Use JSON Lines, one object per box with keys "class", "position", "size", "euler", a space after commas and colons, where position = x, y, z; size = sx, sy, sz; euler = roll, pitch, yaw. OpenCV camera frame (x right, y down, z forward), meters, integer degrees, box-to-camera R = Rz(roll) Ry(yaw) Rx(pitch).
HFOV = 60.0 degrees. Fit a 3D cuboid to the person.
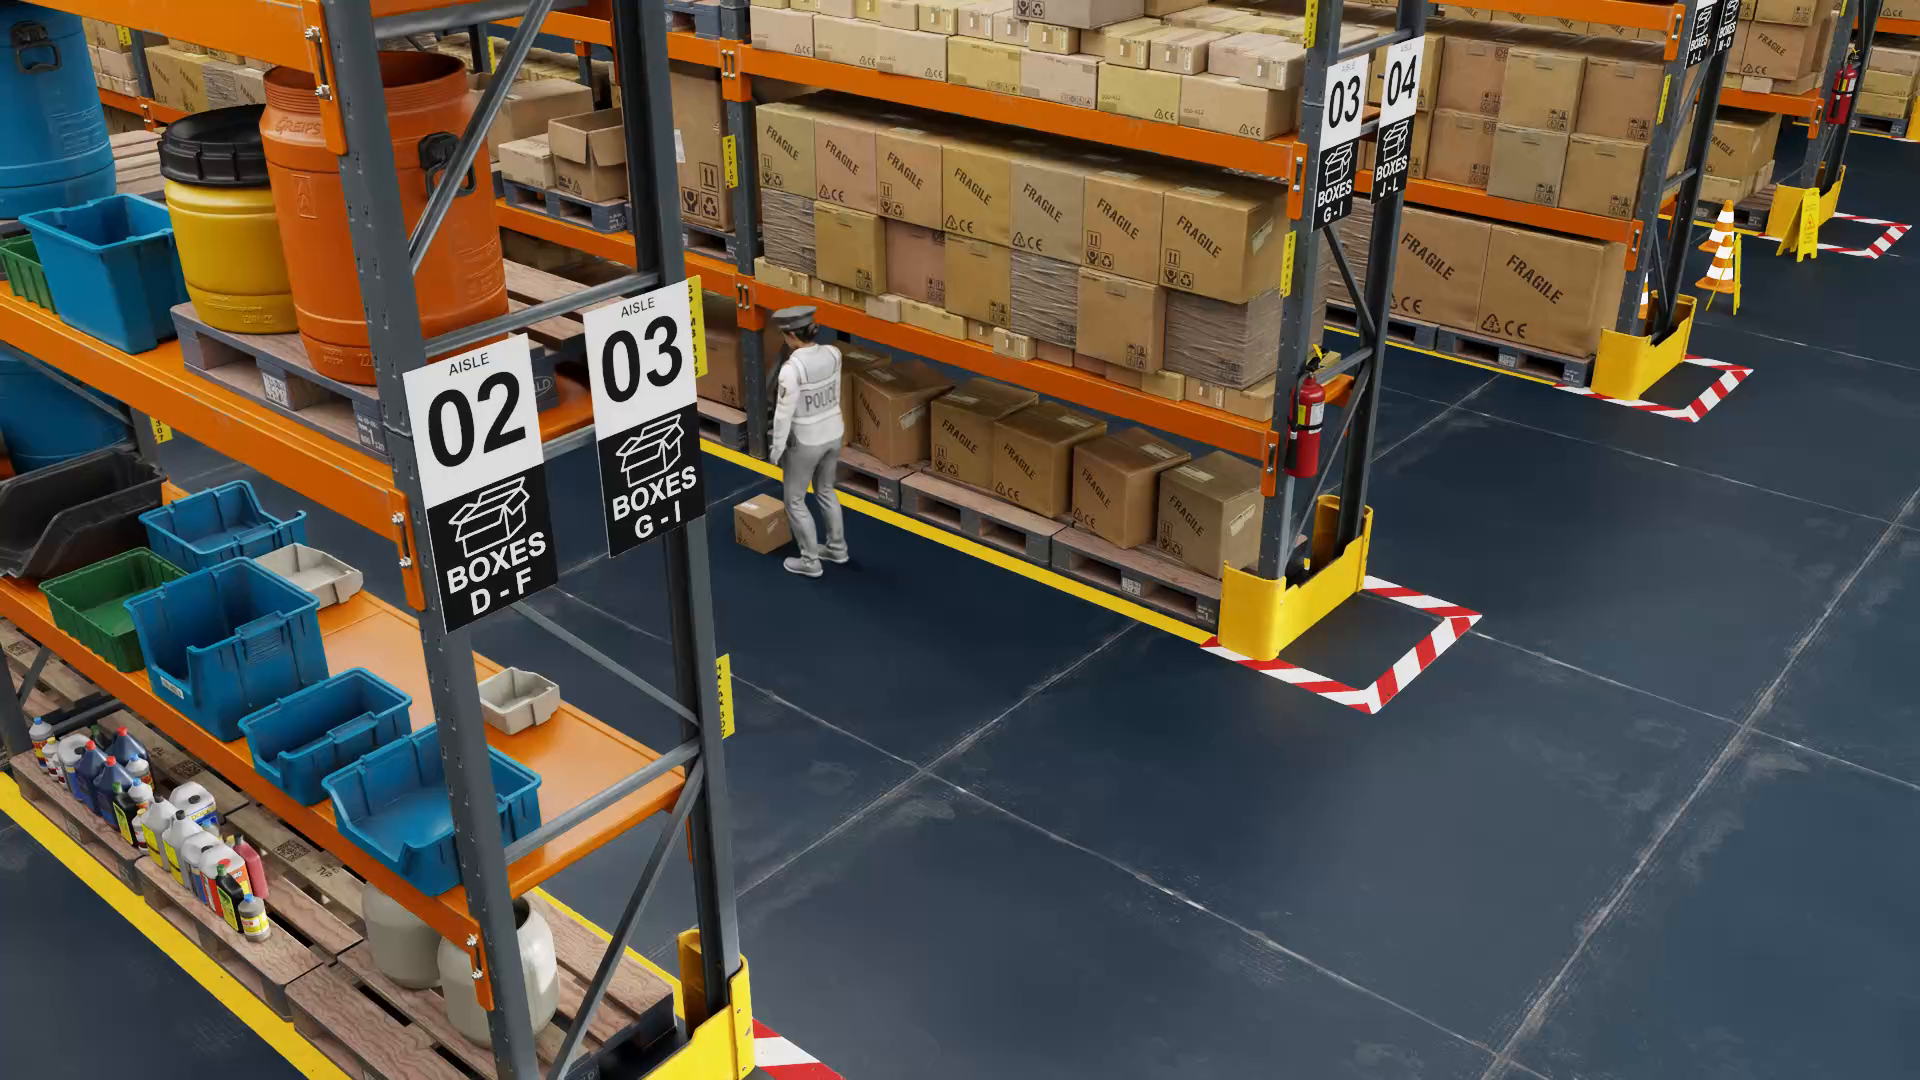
{"class": "person", "position": [-0.890, -0.569, 9.733], "size": [0.366, 1.655, 0.481], "euler": [22, 35, 35]}
